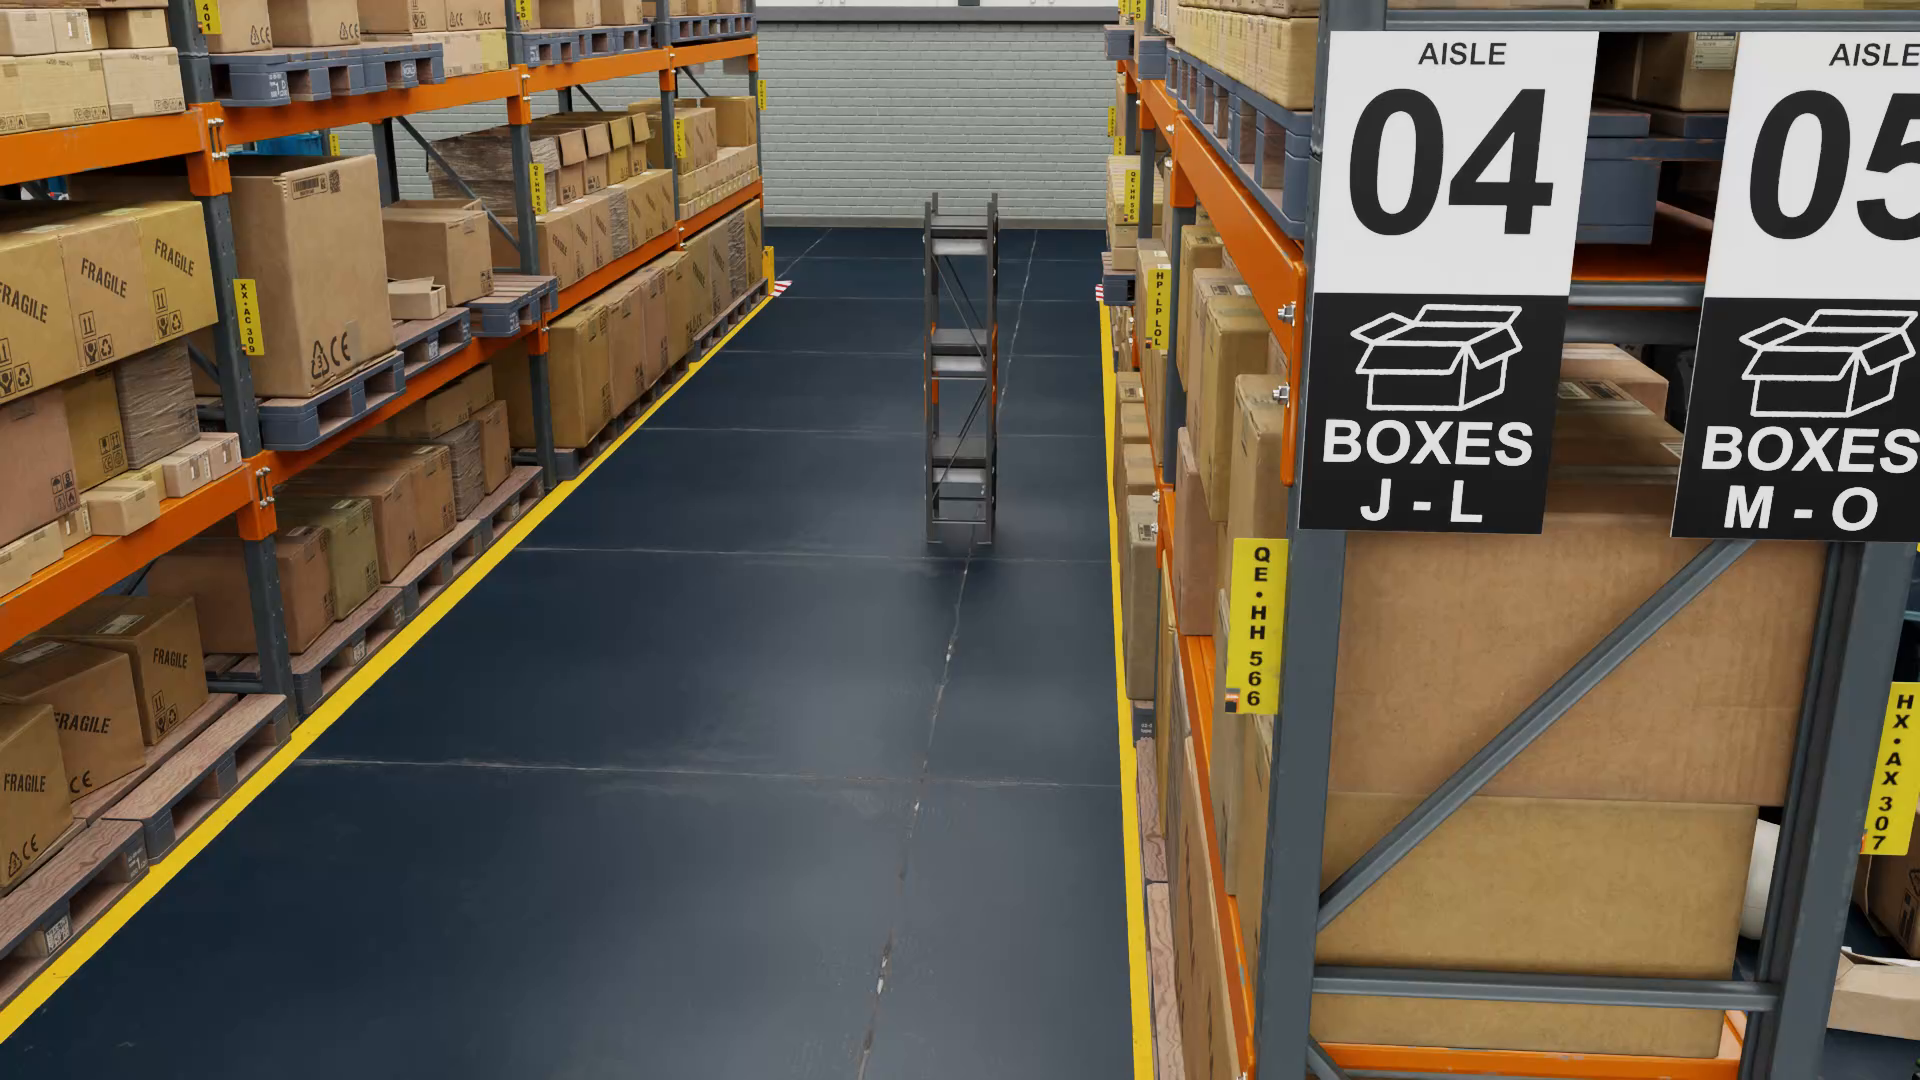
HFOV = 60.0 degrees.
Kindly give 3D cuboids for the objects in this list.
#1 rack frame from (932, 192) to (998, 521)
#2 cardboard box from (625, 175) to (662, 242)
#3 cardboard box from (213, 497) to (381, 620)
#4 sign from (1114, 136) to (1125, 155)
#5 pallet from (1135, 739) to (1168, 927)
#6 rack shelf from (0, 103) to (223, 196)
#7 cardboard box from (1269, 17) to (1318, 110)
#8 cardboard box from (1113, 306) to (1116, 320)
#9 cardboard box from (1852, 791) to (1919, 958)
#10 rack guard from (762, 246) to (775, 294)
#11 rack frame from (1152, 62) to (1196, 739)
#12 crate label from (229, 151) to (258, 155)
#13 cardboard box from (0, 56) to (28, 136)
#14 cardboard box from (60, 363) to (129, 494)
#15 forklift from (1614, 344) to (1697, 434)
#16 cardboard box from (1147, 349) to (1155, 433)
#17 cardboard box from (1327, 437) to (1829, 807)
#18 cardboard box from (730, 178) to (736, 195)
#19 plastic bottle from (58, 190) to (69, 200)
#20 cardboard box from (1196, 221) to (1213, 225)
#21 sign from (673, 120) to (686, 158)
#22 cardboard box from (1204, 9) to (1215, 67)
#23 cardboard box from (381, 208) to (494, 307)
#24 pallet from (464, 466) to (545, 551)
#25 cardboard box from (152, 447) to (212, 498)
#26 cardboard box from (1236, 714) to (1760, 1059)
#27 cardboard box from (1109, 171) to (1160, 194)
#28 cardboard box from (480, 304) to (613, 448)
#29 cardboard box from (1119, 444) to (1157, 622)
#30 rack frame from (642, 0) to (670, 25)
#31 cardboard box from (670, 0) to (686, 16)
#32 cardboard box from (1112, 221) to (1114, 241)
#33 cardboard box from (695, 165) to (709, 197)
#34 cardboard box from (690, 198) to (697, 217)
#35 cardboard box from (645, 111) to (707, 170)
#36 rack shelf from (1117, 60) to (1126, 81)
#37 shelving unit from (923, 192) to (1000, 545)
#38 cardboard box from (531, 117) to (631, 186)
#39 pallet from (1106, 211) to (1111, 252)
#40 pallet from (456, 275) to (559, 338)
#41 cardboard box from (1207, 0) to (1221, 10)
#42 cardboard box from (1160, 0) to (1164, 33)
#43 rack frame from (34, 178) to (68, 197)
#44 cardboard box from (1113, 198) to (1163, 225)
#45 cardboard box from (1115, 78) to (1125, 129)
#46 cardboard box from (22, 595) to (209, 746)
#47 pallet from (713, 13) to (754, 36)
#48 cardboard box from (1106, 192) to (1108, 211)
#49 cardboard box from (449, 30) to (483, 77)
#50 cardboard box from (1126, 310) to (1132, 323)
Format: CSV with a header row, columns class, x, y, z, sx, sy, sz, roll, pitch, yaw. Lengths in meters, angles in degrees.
class,x,y,z,sx,sy,sz,roll,pitch,yaw
rack frame,0.029,-1.125,10.484,0.400,2.100,0.015,1,18,4
cardboard box,-2.823,-2.779,13.928,0.500,0.500,0.500,2,18,6
cardboard box,-3.475,0.089,8.643,0.700,0.500,0.500,1,18,4
sign,1.378,-3.316,14.335,0.100,0.325,0.005,1,18,4
pallet,1.214,1.149,6.576,1.003,0.211,1.213,1,18,4
rack shelf,-3.737,-1.015,5.040,1.077,0.370,4.000,1,18,4
cardboard box,0.746,-0.832,2.895,0.380,0.149,0.250,1,18,4
cardboard box,1.634,-2.154,15.605,0.380,0.149,0.250,1,18,2
cardboard box,3.664,1.140,5.916,0.797,0.637,0.503,1,18,4
rack guard,-2.731,-3.099,19.077,1.175,0.500,0.348,1,18,4
rack frame,1.346,-0.410,6.857,1.000,3.000,0.127,1,18,4
crate label,-8.020,-4.269,18.808,0.416,0.233,0.303,1,18,4
cardboard box,-3.445,-1.439,5.420,0.500,0.250,0.500,1,18,4
cardboard box,-3.758,-0.448,6.335,0.875,0.500,0.500,1,18,4
forklift,3.969,-0.801,8.160,1.130,2.935,3.031,-14,23,-37
cardboard box,1.154,-0.783,7.833,0.500,0.500,0.500,1,18,3
cardboard box,1.125,0.133,3.223,0.875,0.550,0.550,1,18,4
cardboard box,-2.520,-3.644,17.130,0.380,0.149,0.250,1,18,4
plastic bottle,-7.700,-2.831,14.325,0.144,0.351,0.185,1,18,4
cardboard box,1.376,-1.087,7.157,0.700,0.500,0.500,1,18,3
sign,-2.478,-3.540,14.678,0.100,0.325,0.005,1,18,4
cardboard box,0.872,-1.385,4.585,0.380,0.149,0.250,2,18,5
cardboard box,-3.246,-1.697,9.951,0.700,0.500,0.500,4,19,12
pallet,-3.364,-0.227,10.776,1.003,0.211,1.213,1,18,4
cardboard box,-3.343,-0.282,6.870,0.380,0.149,0.250,1,18,4
cardboard box,1.041,0.645,3.397,0.875,0.550,0.550,1,18,4
cardboard box,1.341,-2.744,12.753,0.380,0.149,0.250,2,18,6
cardboard box,-3.236,-1.198,12.000,1.225,0.875,0.875,0,18,1
cardboard box,1.374,-0.035,8.651,1.050,0.750,0.750,1,18,4
rack frame,-3.020,-5.888,13.939,1.000,3.000,0.127,1,18,4
cardboard box,-2.981,-5.168,15.565,0.700,0.500,0.500,2,18,7
cardboard box,1.232,-2.120,11.328,0.380,0.149,0.250,2,18,6
cardboard box,-2.684,-3.401,15.749,0.500,0.250,0.500,1,18,4
cardboard box,-2.648,-3.083,15.419,0.380,0.149,0.250,1,18,2
cardboard box,-2.688,-3.759,15.637,0.500,0.500,0.500,1,18,4
rack shelf,2.063,-4.599,15.981,1.077,0.370,4.000,1,18,4
shelving unit,0.012,-1.049,10.253,0.431,2.100,0.503,1,18,4
cardboard box,-3.118,-3.150,13.446,0.797,0.503,0.637,1,18,5
pallet,1.720,-2.569,13.755,1.003,0.211,1.213,1,18,4
pallet,-3.252,-1.480,10.429,1.213,0.211,1.003,1,18,4
cardboard box,0.926,-1.536,4.405,0.500,0.250,0.500,1,18,4
cardboard box,1.289,-2.748,8.482,0.500,0.311,0.500,1,18,3
rack frame,-7.960,-3.147,15.211,1.000,3.000,0.127,1,18,4
cardboard box,1.211,-2.178,11.025,0.380,0.149,0.250,1,18,2
cardboard box,1.820,-4.350,16.636,0.500,0.500,0.500,1,18,3
cardboard box,-3.662,0.559,7.238,0.500,0.500,0.500,1,18,2
pallet,-2.776,-5.432,17.508,1.003,0.211,1.213,1,18,4
cardboard box,1.433,-2.863,14.072,0.380,0.149,0.250,0,18,1
cardboard box,-3.118,-2.841,9.700,0.500,0.250,0.500,1,18,4
cardboard box,1.498,-1.553,12.482,0.500,0.250,0.500,2,18,5
